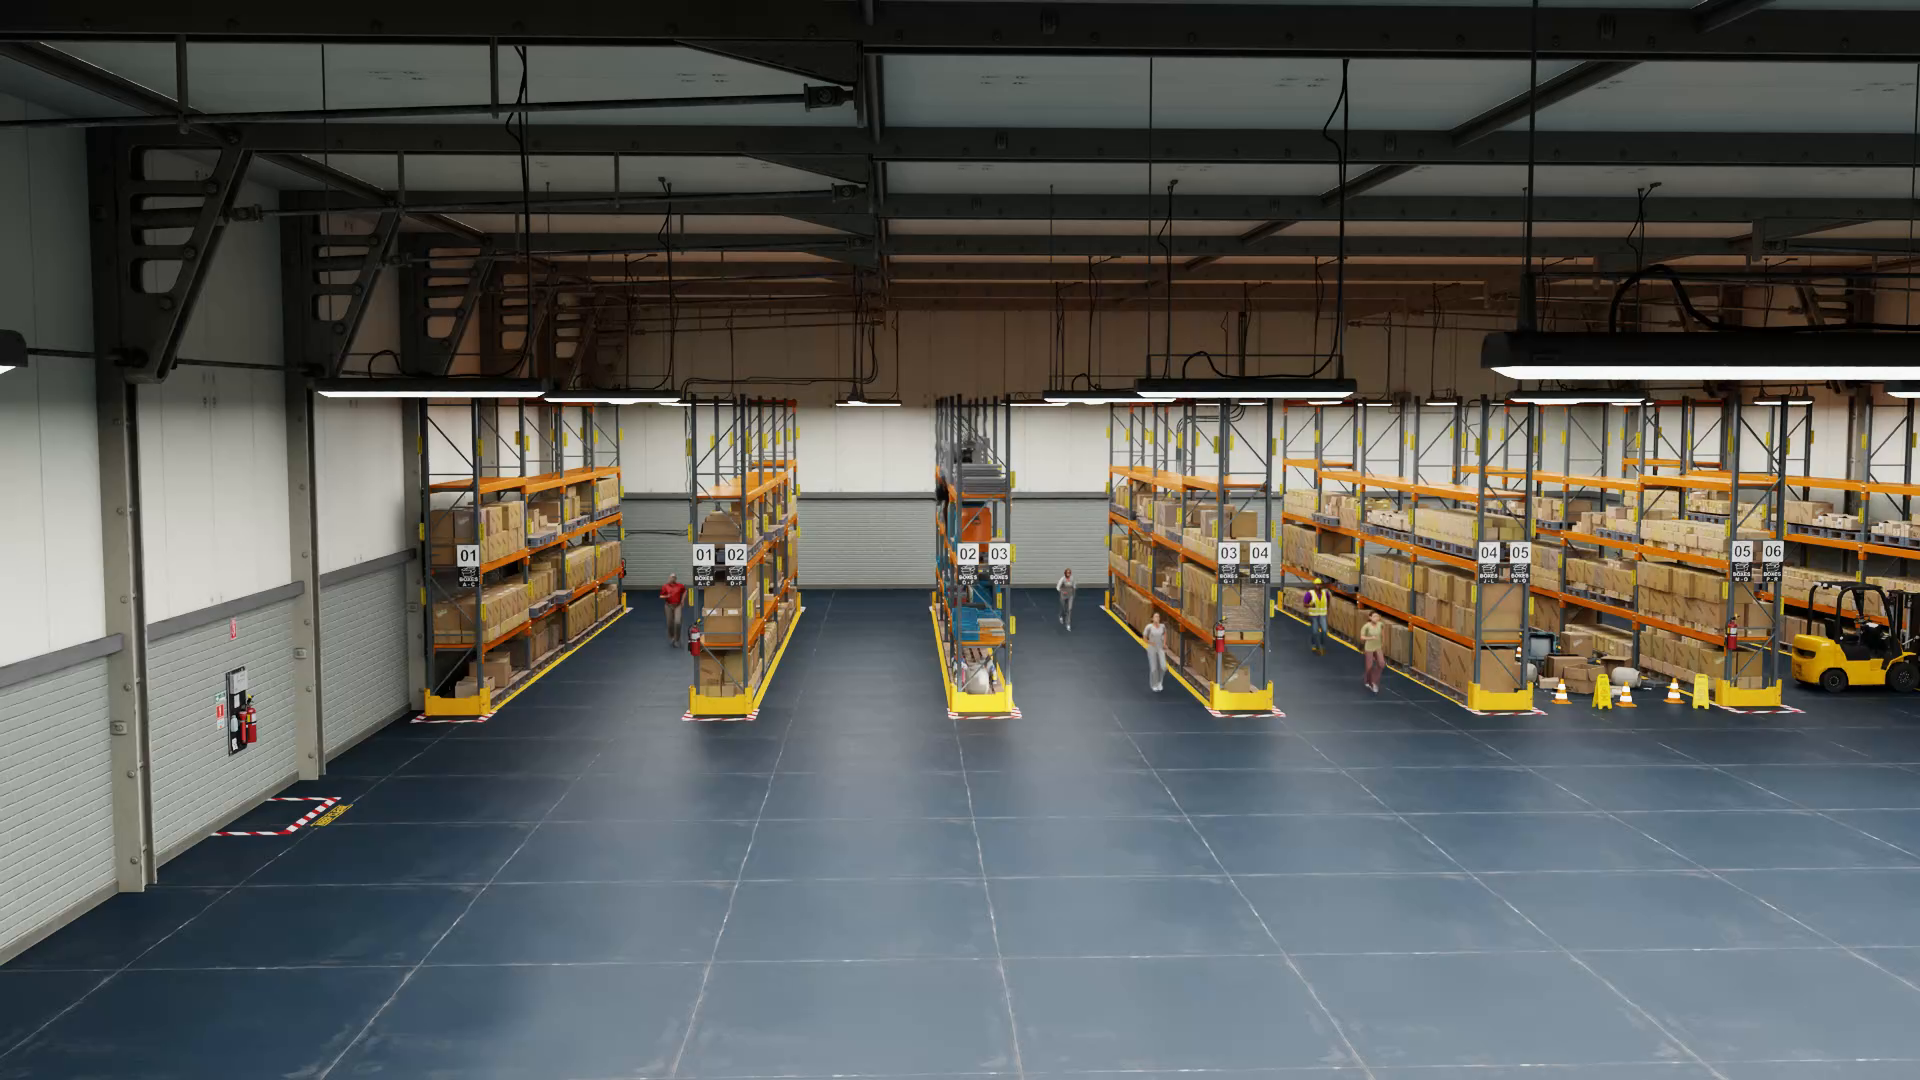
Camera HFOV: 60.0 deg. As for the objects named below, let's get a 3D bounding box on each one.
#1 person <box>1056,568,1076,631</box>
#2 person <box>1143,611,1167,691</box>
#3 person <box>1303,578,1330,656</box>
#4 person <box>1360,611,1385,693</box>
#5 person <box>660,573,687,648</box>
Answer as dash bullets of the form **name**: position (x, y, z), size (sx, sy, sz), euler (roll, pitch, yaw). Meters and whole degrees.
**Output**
- **person**: position (2.768, 1.523, 43.334), size (0.565, 1.590, 0.909), euler (-1, 5, -14)
- **person**: position (3.967, 2.253, 33.615), size (0.567, 1.640, 0.612), euler (-1, 5, -10)
- **person**: position (8.337, 1.801, 38.768), size (0.672, 1.823, 0.762), euler (0, 4, 1)
- **person**: position (8.353, 2.242, 33.650), size (0.602, 1.667, 0.792), euler (-1, 5, -7)
- **person**: position (-6.937, 1.698, 40.242), size (0.642, 1.782, 0.763), euler (-1, 5, -9)
